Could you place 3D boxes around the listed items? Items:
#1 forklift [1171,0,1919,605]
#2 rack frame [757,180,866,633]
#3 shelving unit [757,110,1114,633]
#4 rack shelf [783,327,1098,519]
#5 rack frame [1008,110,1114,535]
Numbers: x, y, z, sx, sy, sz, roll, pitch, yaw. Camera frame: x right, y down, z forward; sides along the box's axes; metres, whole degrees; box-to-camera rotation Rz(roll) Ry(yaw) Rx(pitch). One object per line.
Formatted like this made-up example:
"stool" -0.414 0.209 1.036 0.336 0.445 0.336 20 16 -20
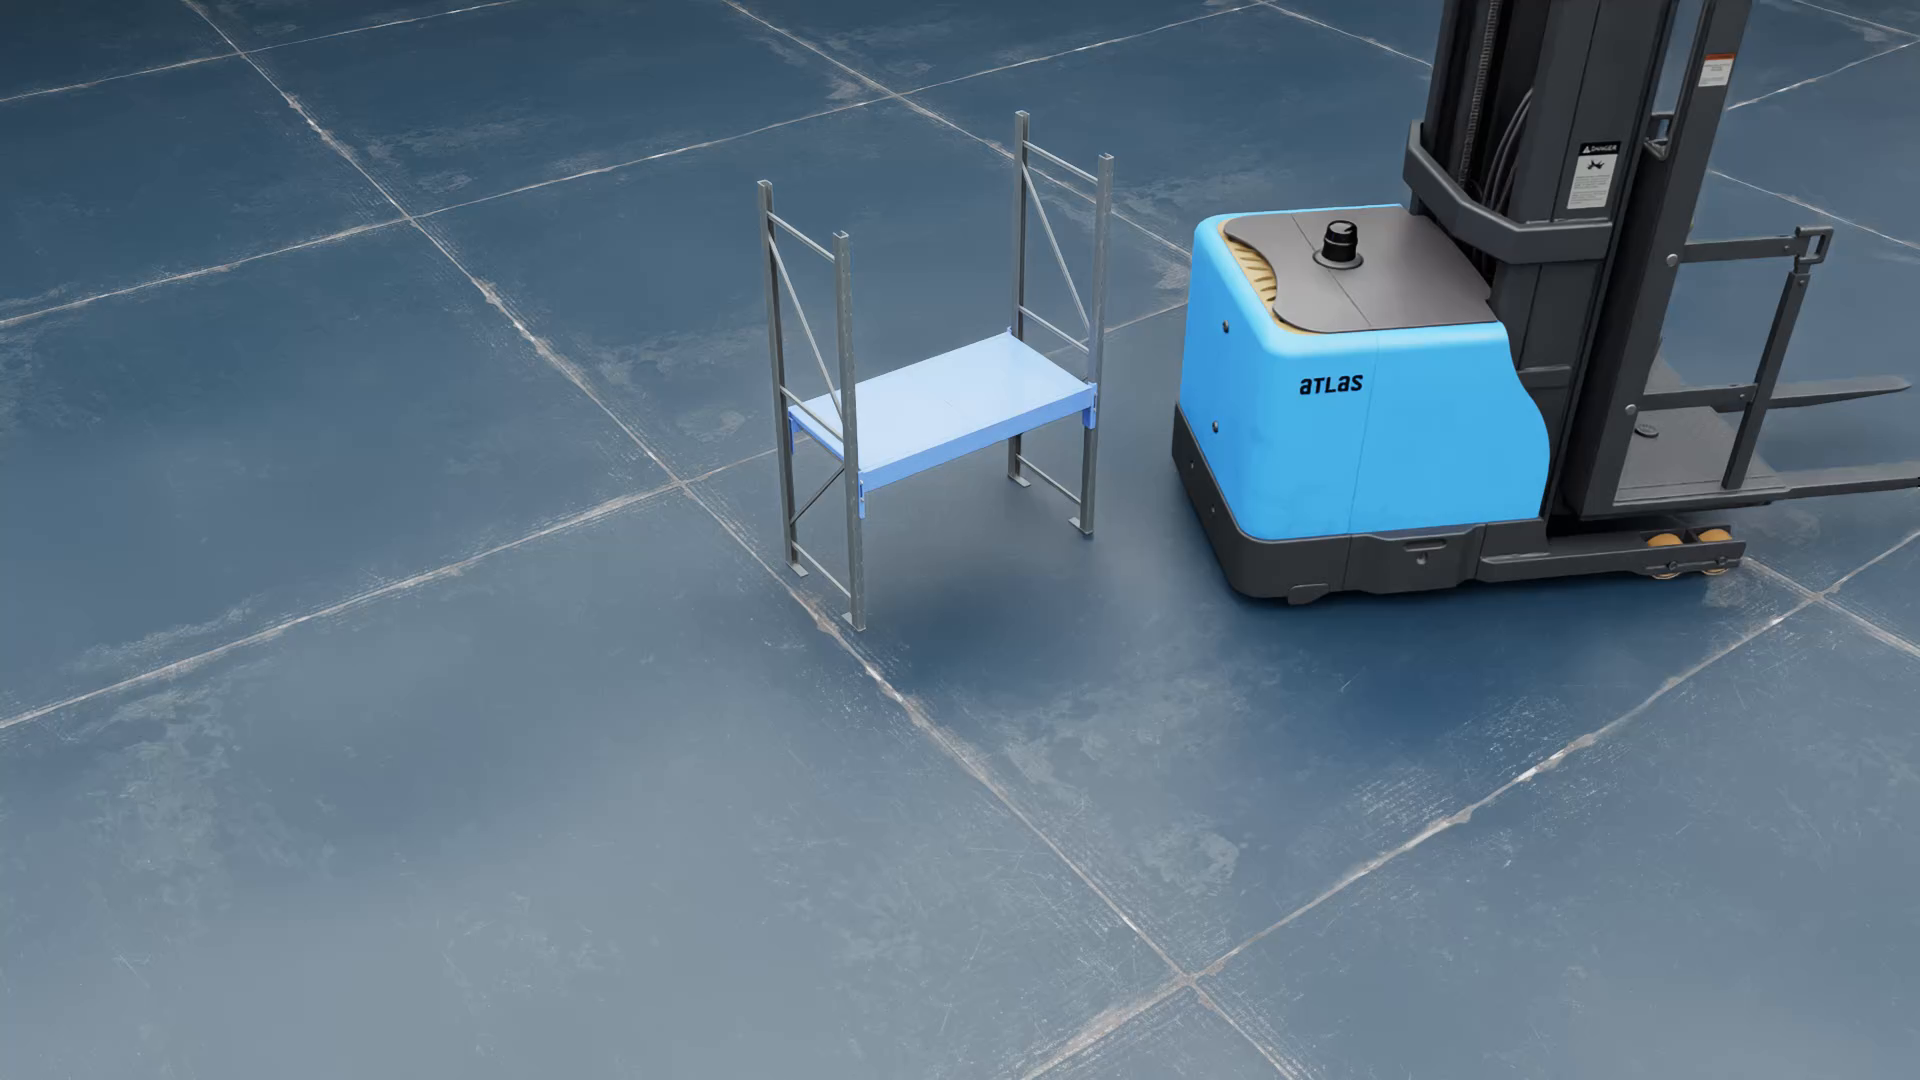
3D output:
"forklift" 2.399 -1.348 5.614 3.031 2.935 1.130 -5 36 -7
"rack frame" -0.485 -0.409 5.534 0.032 1.500 0.500 -22 41 -28
"shelving unit" -0.070 -0.580 5.772 1.048 1.500 0.538 -22 41 -28
"rack shelf" -0.070 -0.434 5.877 1.000 0.185 0.538 -22 41 -28
"rack frame" 0.346 -0.751 6.010 0.032 1.500 0.500 -22 41 -28
